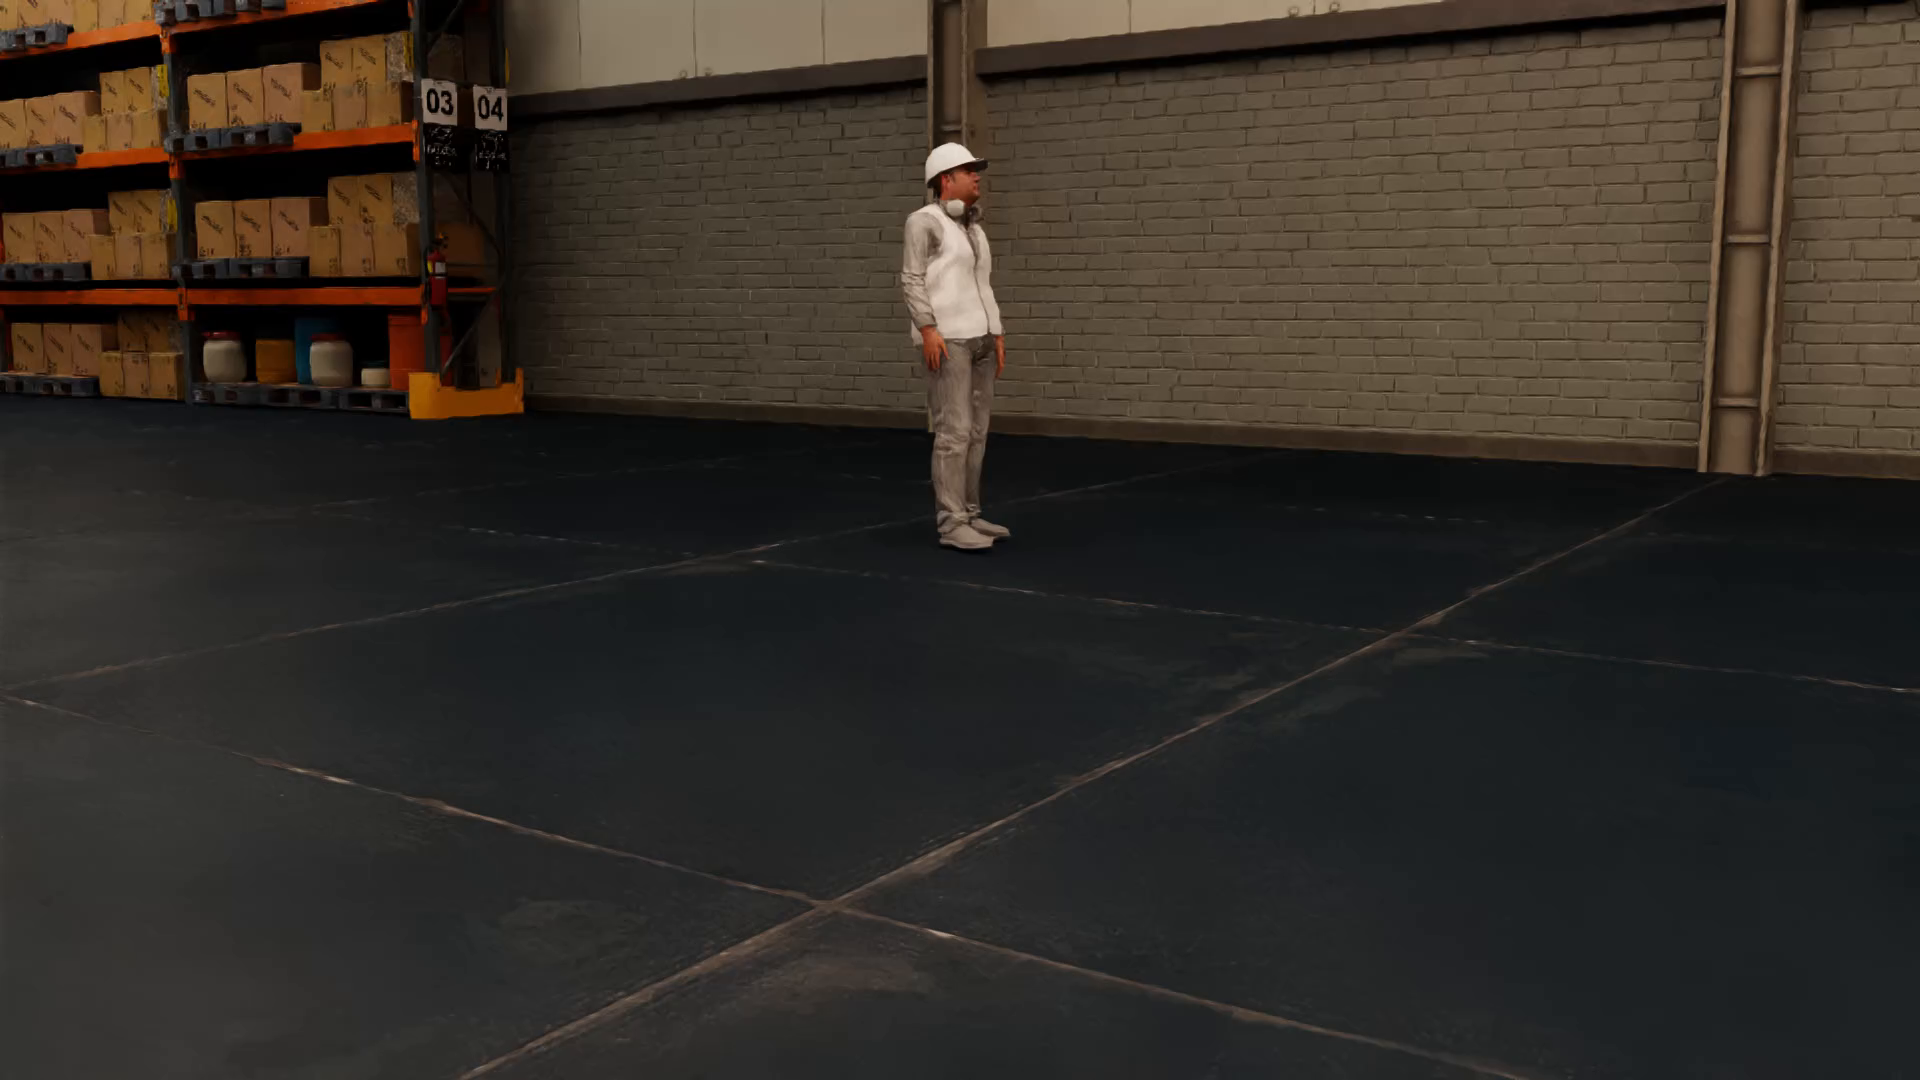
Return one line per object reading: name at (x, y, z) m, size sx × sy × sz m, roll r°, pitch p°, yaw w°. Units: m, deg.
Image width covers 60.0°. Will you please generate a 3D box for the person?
person at (0.047, -0.880, 7.437) m, size 0.567 × 1.773 × 0.632 m, roll 5°, pitch 10°, yaw 34°
